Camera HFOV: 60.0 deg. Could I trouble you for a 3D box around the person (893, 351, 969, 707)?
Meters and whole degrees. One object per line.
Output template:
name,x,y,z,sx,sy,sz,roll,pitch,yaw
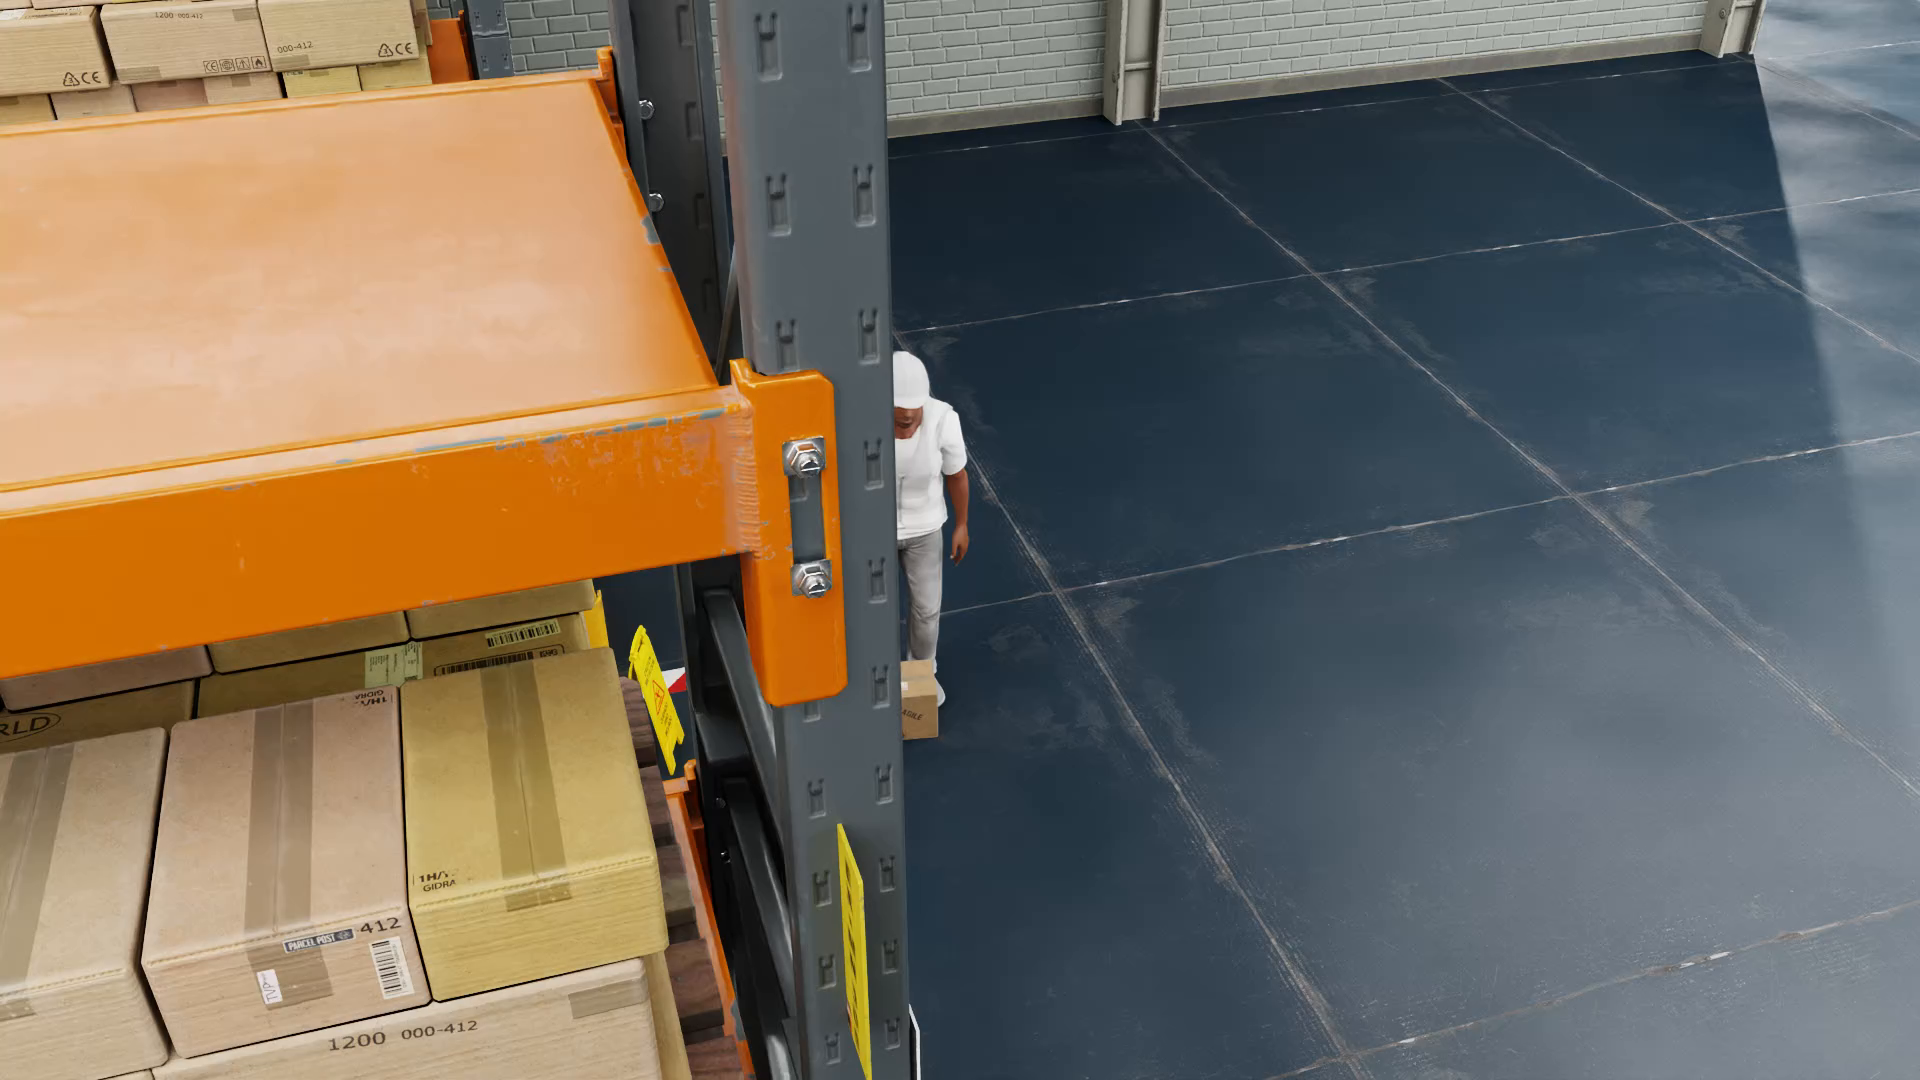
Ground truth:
person,-0.264,-0.037,7.181,0.629,1.759,0.460,-5,34,-8
